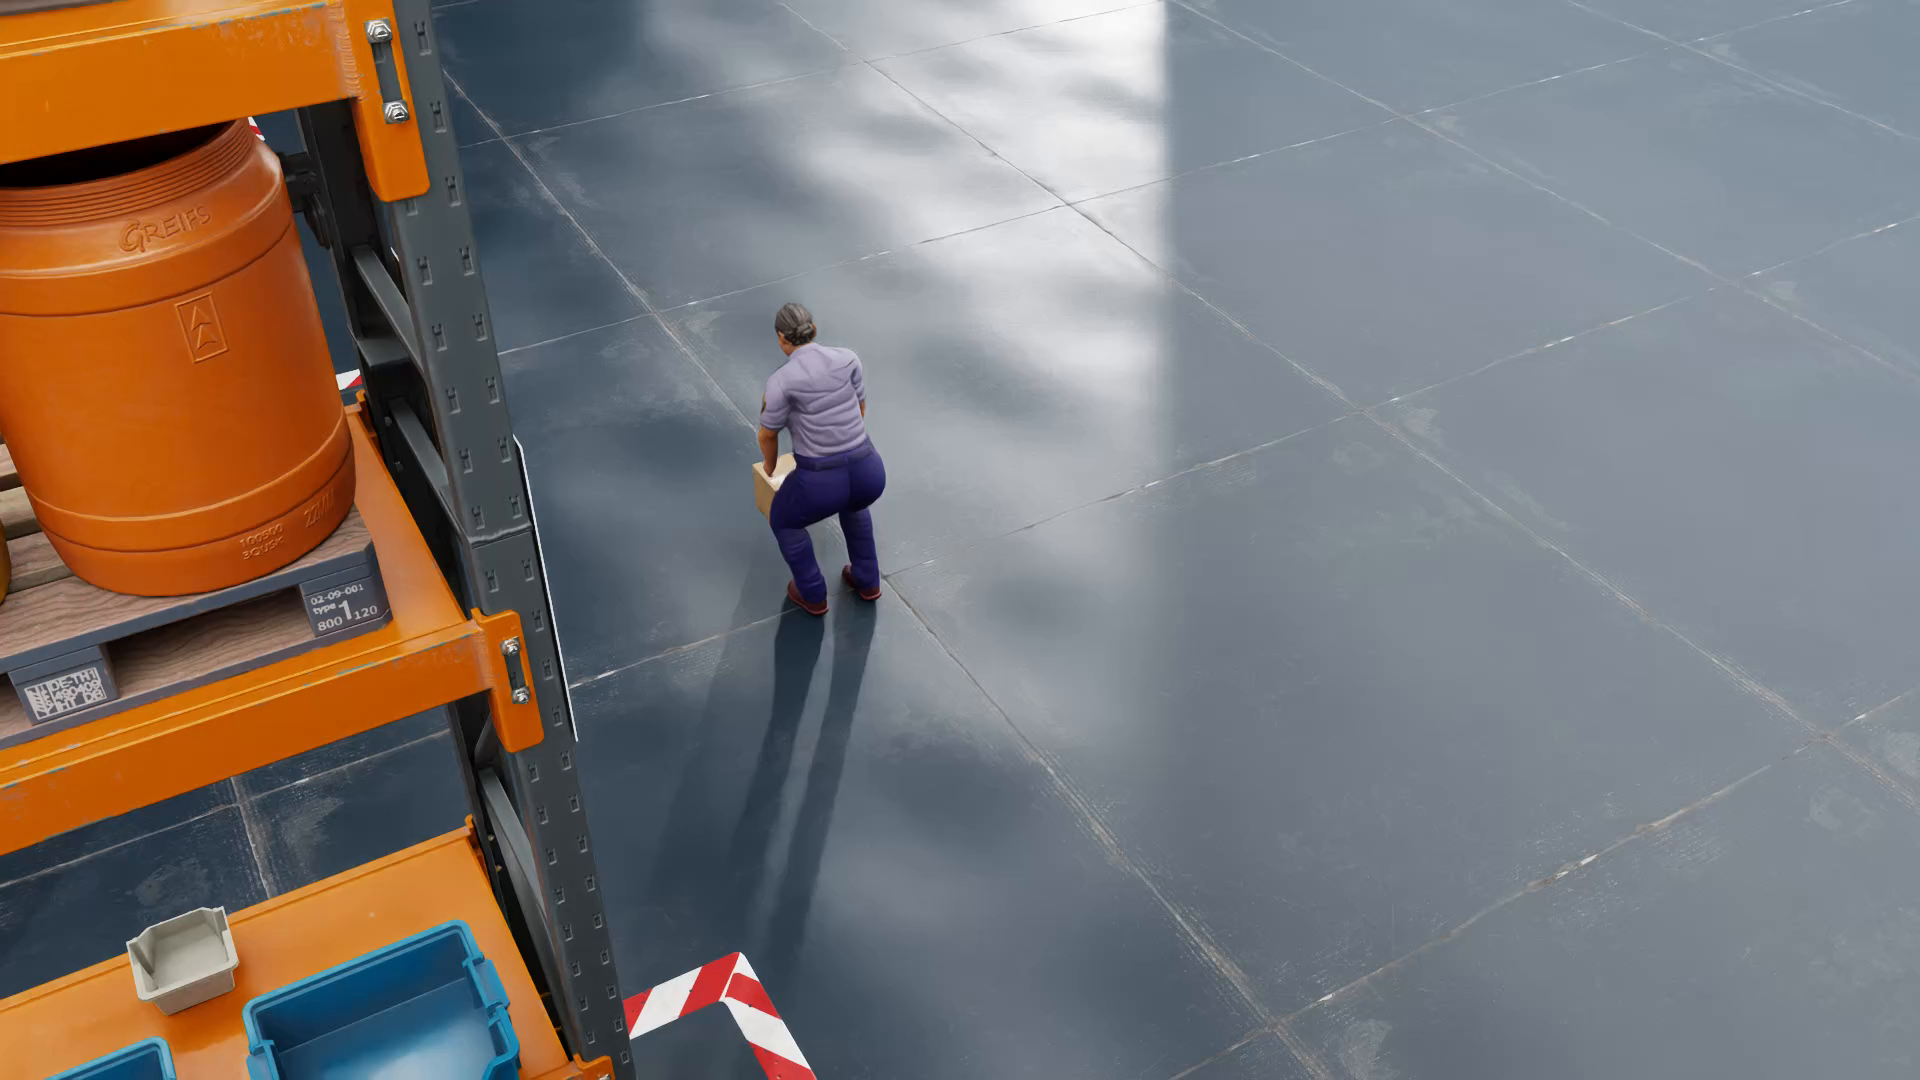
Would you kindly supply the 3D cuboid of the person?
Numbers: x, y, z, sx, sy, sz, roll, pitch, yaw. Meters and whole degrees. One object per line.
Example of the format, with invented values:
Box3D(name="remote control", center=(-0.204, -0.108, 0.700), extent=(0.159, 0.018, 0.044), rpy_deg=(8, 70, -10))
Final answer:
Box3D(name="person", center=(-0.629, -0.321, 7.507), extent=(0.525, 1.490, 0.551), rpy_deg=(-19, 41, -23))
